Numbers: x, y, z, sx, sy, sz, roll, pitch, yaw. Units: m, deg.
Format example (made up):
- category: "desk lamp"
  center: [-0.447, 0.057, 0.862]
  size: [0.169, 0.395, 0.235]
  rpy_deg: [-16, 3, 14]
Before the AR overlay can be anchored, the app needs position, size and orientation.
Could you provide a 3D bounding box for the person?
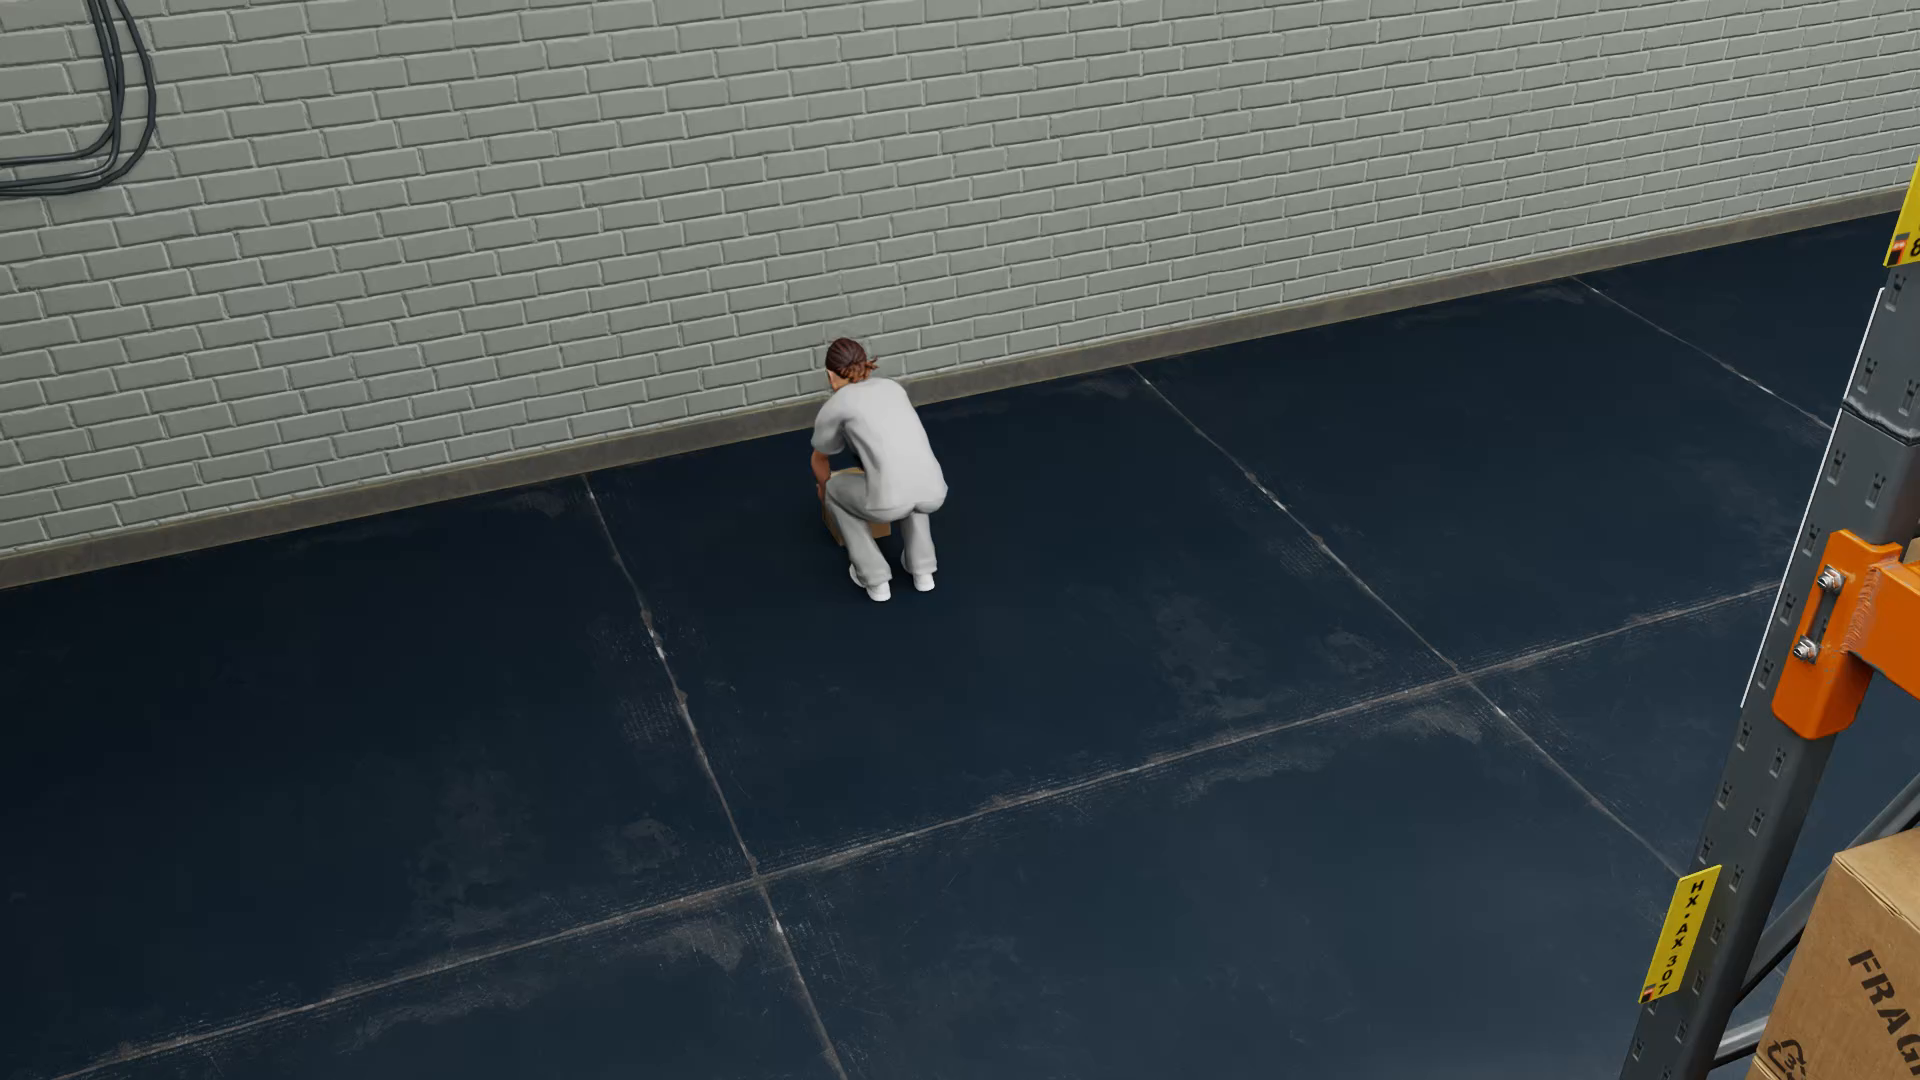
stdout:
- category: "person"
  center: [-0.360, -0.289, 7.169]
  size: [0.488, 1.023, 0.777]
  rpy_deg: [-13, 36, -19]
